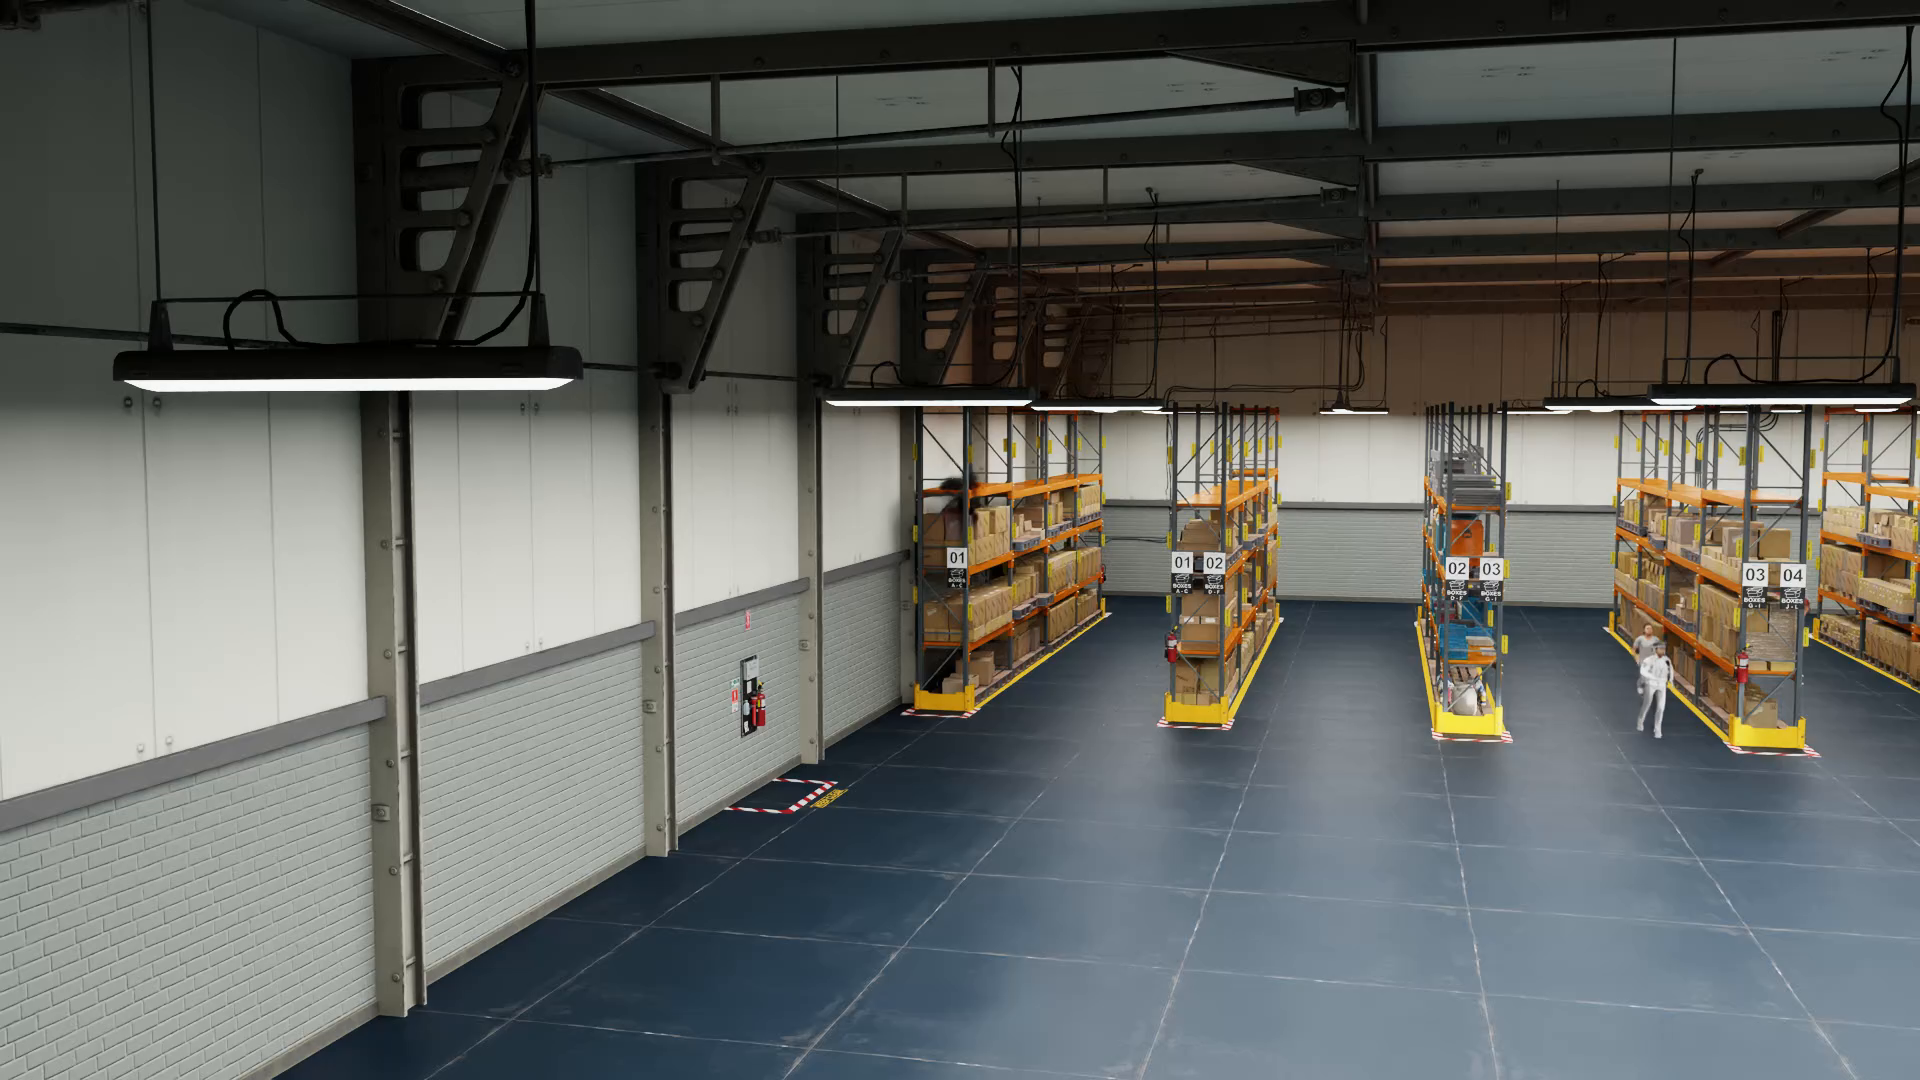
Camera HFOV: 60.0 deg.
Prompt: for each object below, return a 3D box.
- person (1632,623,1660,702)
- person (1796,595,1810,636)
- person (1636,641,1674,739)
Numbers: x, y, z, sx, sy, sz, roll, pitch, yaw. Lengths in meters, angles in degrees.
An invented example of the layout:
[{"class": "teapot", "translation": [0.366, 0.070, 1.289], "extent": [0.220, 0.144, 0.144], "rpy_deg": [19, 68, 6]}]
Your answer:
[{"class": "person", "translation": [13.746, 2.467, 33.306], "extent": [0.561, 1.637, 0.617], "rpy_deg": [1, 4, 11]}, {"class": "person", "translation": [20.207, 1.907, 40.241], "extent": [0.673, 1.696, 0.589], "rpy_deg": [1, 4, 15]}, {"class": "person", "translation": [12.570, 2.675, 29.975], "extent": [0.643, 1.742, 0.787], "rpy_deg": [0, 4, 4]}]
